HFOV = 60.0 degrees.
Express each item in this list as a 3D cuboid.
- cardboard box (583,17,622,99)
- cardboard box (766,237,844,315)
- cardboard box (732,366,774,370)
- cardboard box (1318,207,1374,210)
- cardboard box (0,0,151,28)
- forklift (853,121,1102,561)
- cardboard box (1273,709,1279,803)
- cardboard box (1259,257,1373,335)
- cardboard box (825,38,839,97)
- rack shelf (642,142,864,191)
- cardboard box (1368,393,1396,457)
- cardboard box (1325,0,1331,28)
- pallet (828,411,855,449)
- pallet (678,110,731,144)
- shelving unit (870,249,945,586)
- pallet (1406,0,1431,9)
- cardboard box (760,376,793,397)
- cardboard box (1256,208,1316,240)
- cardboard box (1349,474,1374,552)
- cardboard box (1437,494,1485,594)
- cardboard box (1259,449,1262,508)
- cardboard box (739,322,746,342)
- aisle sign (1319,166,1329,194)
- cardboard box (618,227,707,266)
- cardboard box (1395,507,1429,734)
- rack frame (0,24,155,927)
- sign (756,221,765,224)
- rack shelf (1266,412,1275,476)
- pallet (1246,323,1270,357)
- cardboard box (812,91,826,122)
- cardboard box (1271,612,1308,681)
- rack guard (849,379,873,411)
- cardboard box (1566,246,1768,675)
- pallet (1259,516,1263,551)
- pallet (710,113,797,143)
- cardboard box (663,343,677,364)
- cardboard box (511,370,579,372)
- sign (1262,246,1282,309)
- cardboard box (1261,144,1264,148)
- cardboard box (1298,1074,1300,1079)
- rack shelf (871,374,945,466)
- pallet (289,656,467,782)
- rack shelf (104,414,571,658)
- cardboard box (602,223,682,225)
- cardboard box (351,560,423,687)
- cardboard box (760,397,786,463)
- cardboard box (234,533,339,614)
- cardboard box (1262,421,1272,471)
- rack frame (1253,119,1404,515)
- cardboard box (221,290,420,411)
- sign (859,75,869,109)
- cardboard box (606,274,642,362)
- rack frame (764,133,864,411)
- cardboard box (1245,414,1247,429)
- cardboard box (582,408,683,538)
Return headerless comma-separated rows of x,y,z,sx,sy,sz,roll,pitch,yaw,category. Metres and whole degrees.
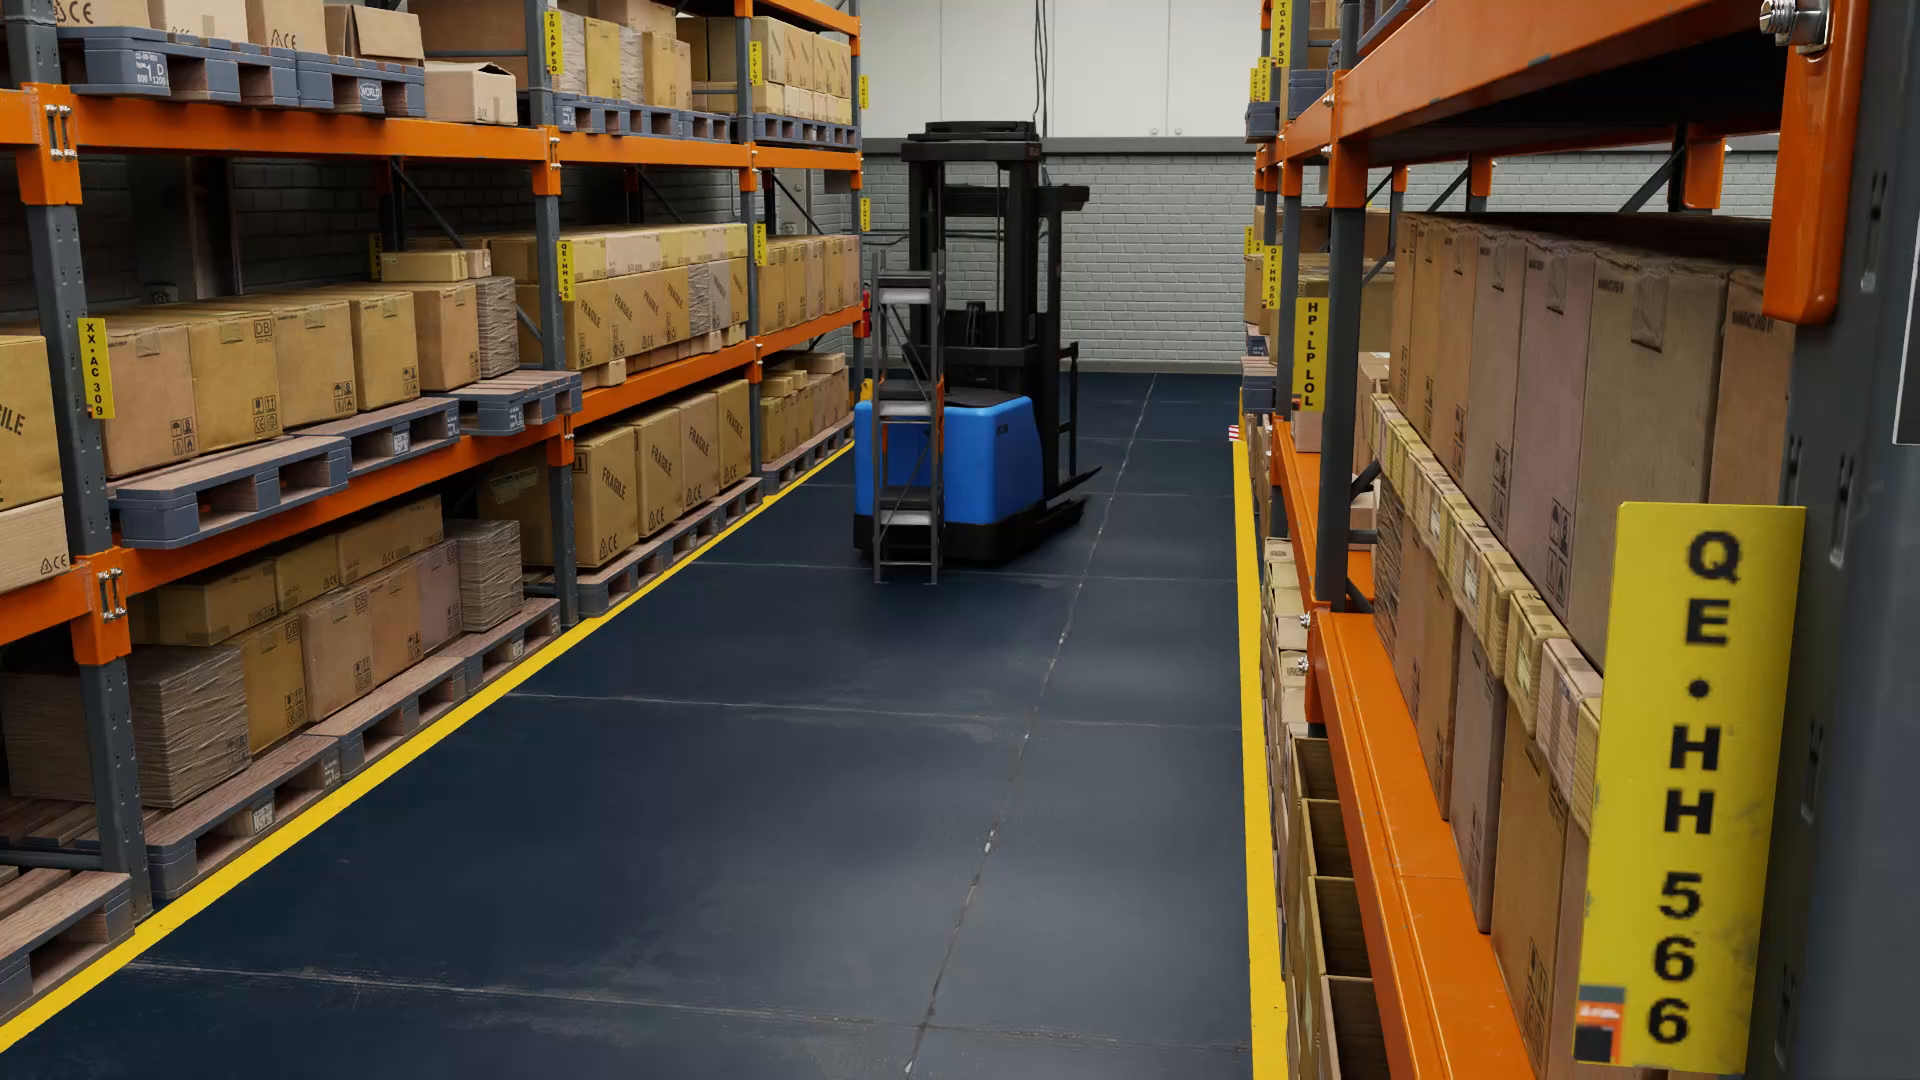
-2.586,-3.042,10.587,0.700,0.500,0.500,3,12,12,cardboard box
-1.670,-2.536,15.928,0.980,0.700,0.700,2,12,8,cardboard box
-1.921,-1.515,15.299,0.380,0.149,0.250,2,12,8,cardboard box
3.446,-2.711,14.840,0.500,0.500,0.500,2,12,10,cardboard box
-3.183,-1.981,5.712,0.500,0.500,0.500,4,13,17,cardboard box
0.294,-1.560,12.275,1.130,2.935,3.031,5,13,22,forklift
1.484,0.842,6.498,0.500,0.250,0.500,2,12,10,cardboard box
2.442,-1.673,11.401,0.700,0.500,0.500,4,13,18,cardboard box
-1.432,-4.396,15.495,0.500,0.500,0.500,2,12,10,cardboard box
-1.808,-3.346,14.986,1.077,0.370,4.000,2,12,9,rack shelf
1.316,-0.306,4.517,0.380,0.149,0.250,2,12,9,cardboard box
2.394,-3.129,9.663,0.500,0.500,0.500,2,12,9,cardboard box
-1.547,-1.115,16.668,1.003,0.211,1.213,2,12,9,pallet
-2.208,-2.995,12.106,0.805,0.209,1.217,1,12,6,pallet
-0.328,-0.790,10.668,0.431,2.100,0.503,1,12,4,shelving unit
1.253,-0.981,2.516,1.003,0.211,1.213,2,12,9,pallet
-1.667,-1.333,14.456,0.380,0.149,0.250,2,12,11,cardboard box
2.834,-2.623,14.433,0.500,0.500,0.500,2,12,8,cardboard box
1.503,-0.113,5.717,0.396,0.266,0.258,2,12,7,cardboard box
1.082,0.016,3.020,0.380,0.149,0.250,2,12,8,cardboard box
2.393,-0.444,11.823,0.500,0.500,0.500,2,12,9,cardboard box
-1.888,-1.622,12.950,0.380,0.149,0.250,2,12,9,cardboard box
3.708,-3.763,16.163,0.394,0.787,0.004,2,12,9,aisle sign
-2.102,-2.068,11.697,0.500,0.250,0.500,2,12,10,cardboard box
1.412,0.164,3.875,0.700,0.500,0.500,2,12,8,cardboard box
-3.346,-0.150,5.567,1.000,3.000,0.127,2,12,9,rack frame
-2.048,-3.129,17.148,0.100,0.325,0.005,2,12,9,sign
2.472,-0.887,10.697,1.077,0.370,4.000,2,12,9,rack shelf
2.549,-1.398,11.818,1.003,0.211,1.213,2,12,9,pallet
-1.505,-3.917,15.050,0.500,0.250,0.500,2,12,7,cardboard box
1.562,0.465,6.917,0.500,0.311,0.500,2,12,8,cardboard box
-1.497,-1.431,17.445,1.175,0.500,0.348,2,12,9,rack guard
1.102,-0.058,1.824,0.700,0.500,0.500,2,12,7,cardboard box
2.692,-0.121,12.056,1.003,0.211,1.213,2,12,9,pallet
-1.980,-3.408,13.777,1.003,0.211,1.213,2,12,9,pallet
-2.179,-1.304,11.474,0.380,0.149,0.250,2,12,10,cardboard box
-2.452,-0.930,9.738,0.380,0.149,0.250,2,12,8,cardboard box
1.626,-1.365,8.648,0.100,0.325,0.005,2,12,9,sign
2.747,-3.366,13.728,0.500,0.250,0.500,2,12,9,cardboard box
1.014,1.444,3.705,0.500,0.250,0.500,2,12,9,cardboard box
-0.328,-0.776,10.671,0.431,0.518,0.480,1,12,4,rack shelf
-3.043,0.797,7.795,1.003,0.211,1.213,2,12,9,pallet
-3.039,-0.214,7.575,1.077,0.370,4.000,2,12,9,rack shelf
-2.444,-2.298,12.766,0.500,0.250,0.500,2,12,10,cardboard box
-3.033,0.384,7.980,0.700,0.500,0.500,2,12,8,cardboard box
-1.900,-0.951,14.221,0.700,0.500,0.500,2,12,9,cardboard box
-3.109,0.137,7.348,0.500,0.250,0.500,2,12,7,cardboard box
2.234,-0.609,10.810,0.500,0.250,0.500,2,12,8,cardboard box
2.779,-1.655,12.553,1.000,3.000,0.127,2,12,9,rack frame
-2.963,-0.888,7.712,0.700,0.500,0.500,2,12,9,cardboard box
-0.967,-4.488,16.662,0.100,0.325,0.005,2,12,9,sign
-2.314,-1.388,10.322,0.500,0.500,0.500,2,12,11,cardboard box
-1.501,-2.648,17.158,1.000,3.000,0.127,2,12,9,rack frame
2.954,-1.151,15.695,0.500,0.250,0.500,2,12,9,cardboard box
-2.347,-0.468,11.149,0.750,0.750,0.750,2,12,8,cardboard box
